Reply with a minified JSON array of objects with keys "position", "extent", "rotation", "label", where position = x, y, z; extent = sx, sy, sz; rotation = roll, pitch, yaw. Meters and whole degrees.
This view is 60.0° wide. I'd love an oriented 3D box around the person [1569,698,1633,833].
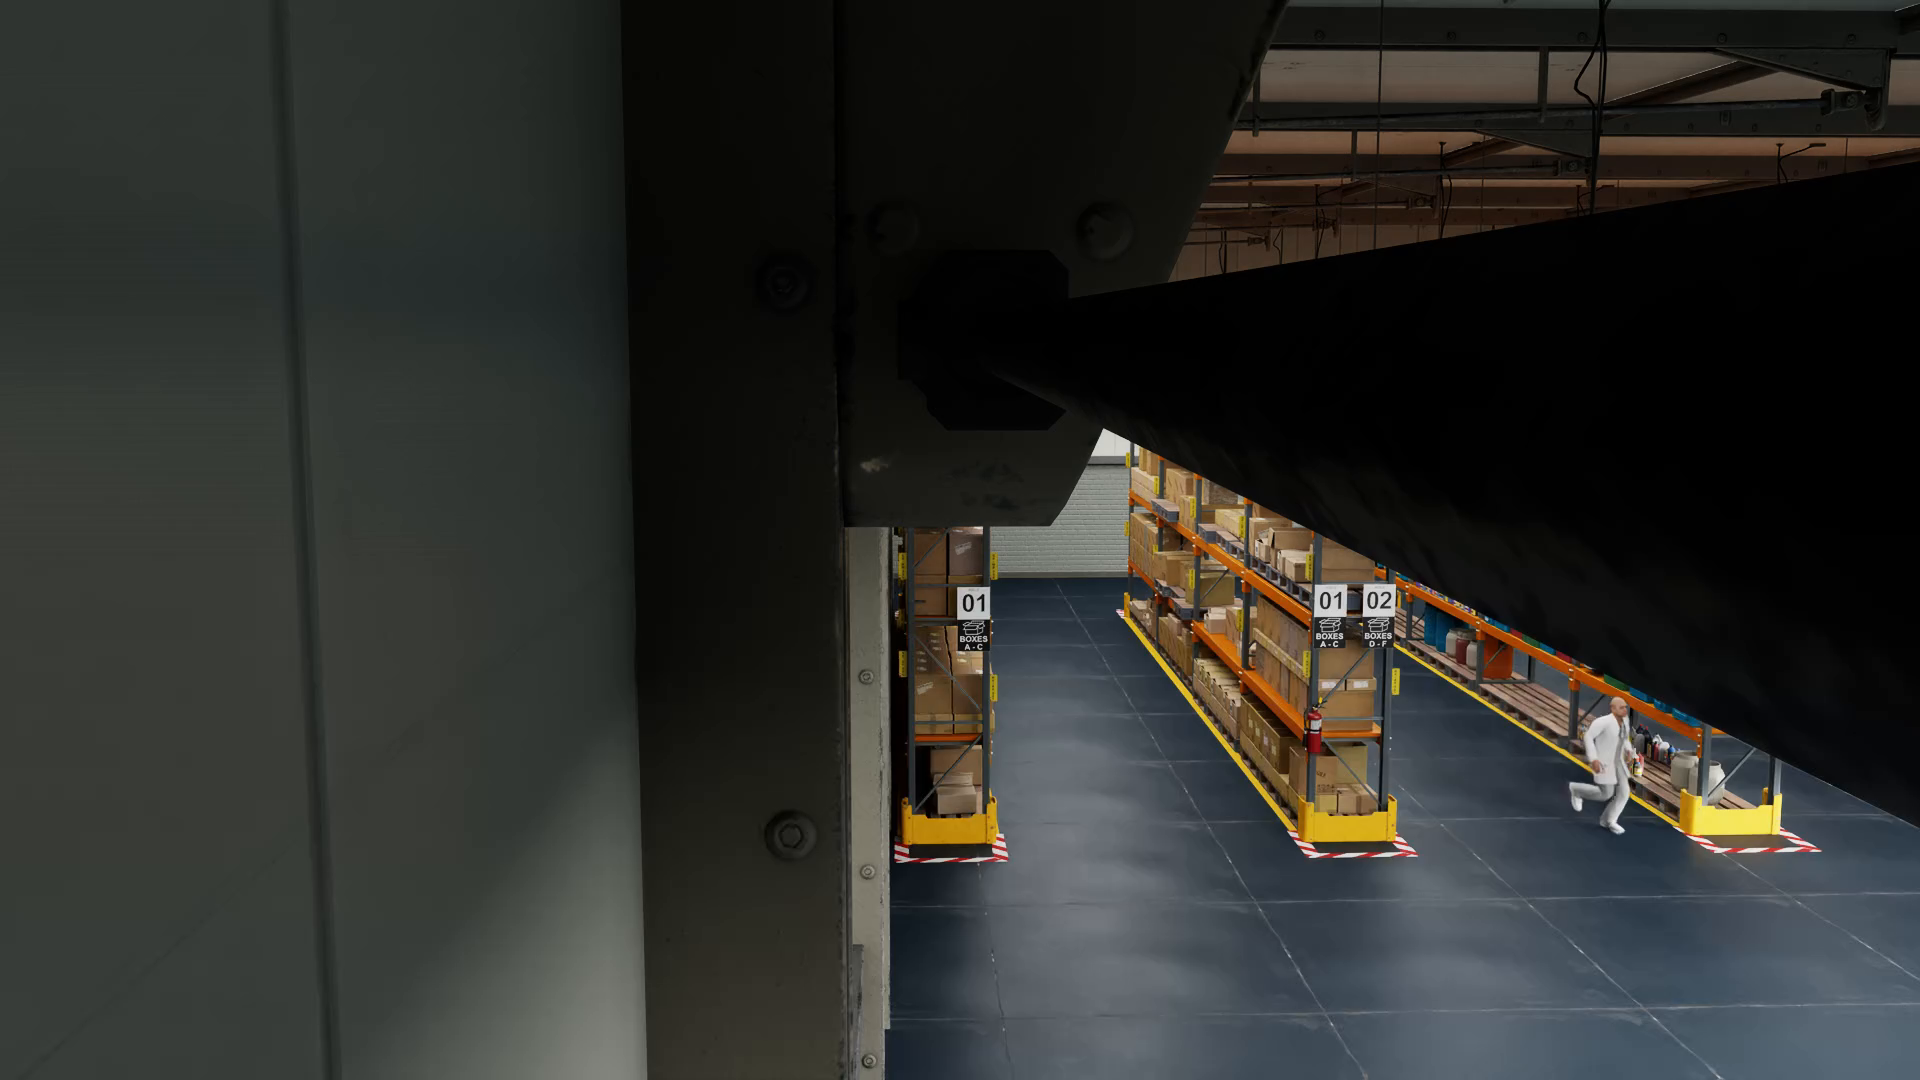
[{"position":[8.144,2.794,21.067],"extent":[0.722,1.707,0.777],"rotation":[-4,8,-30],"label":"person"}]
